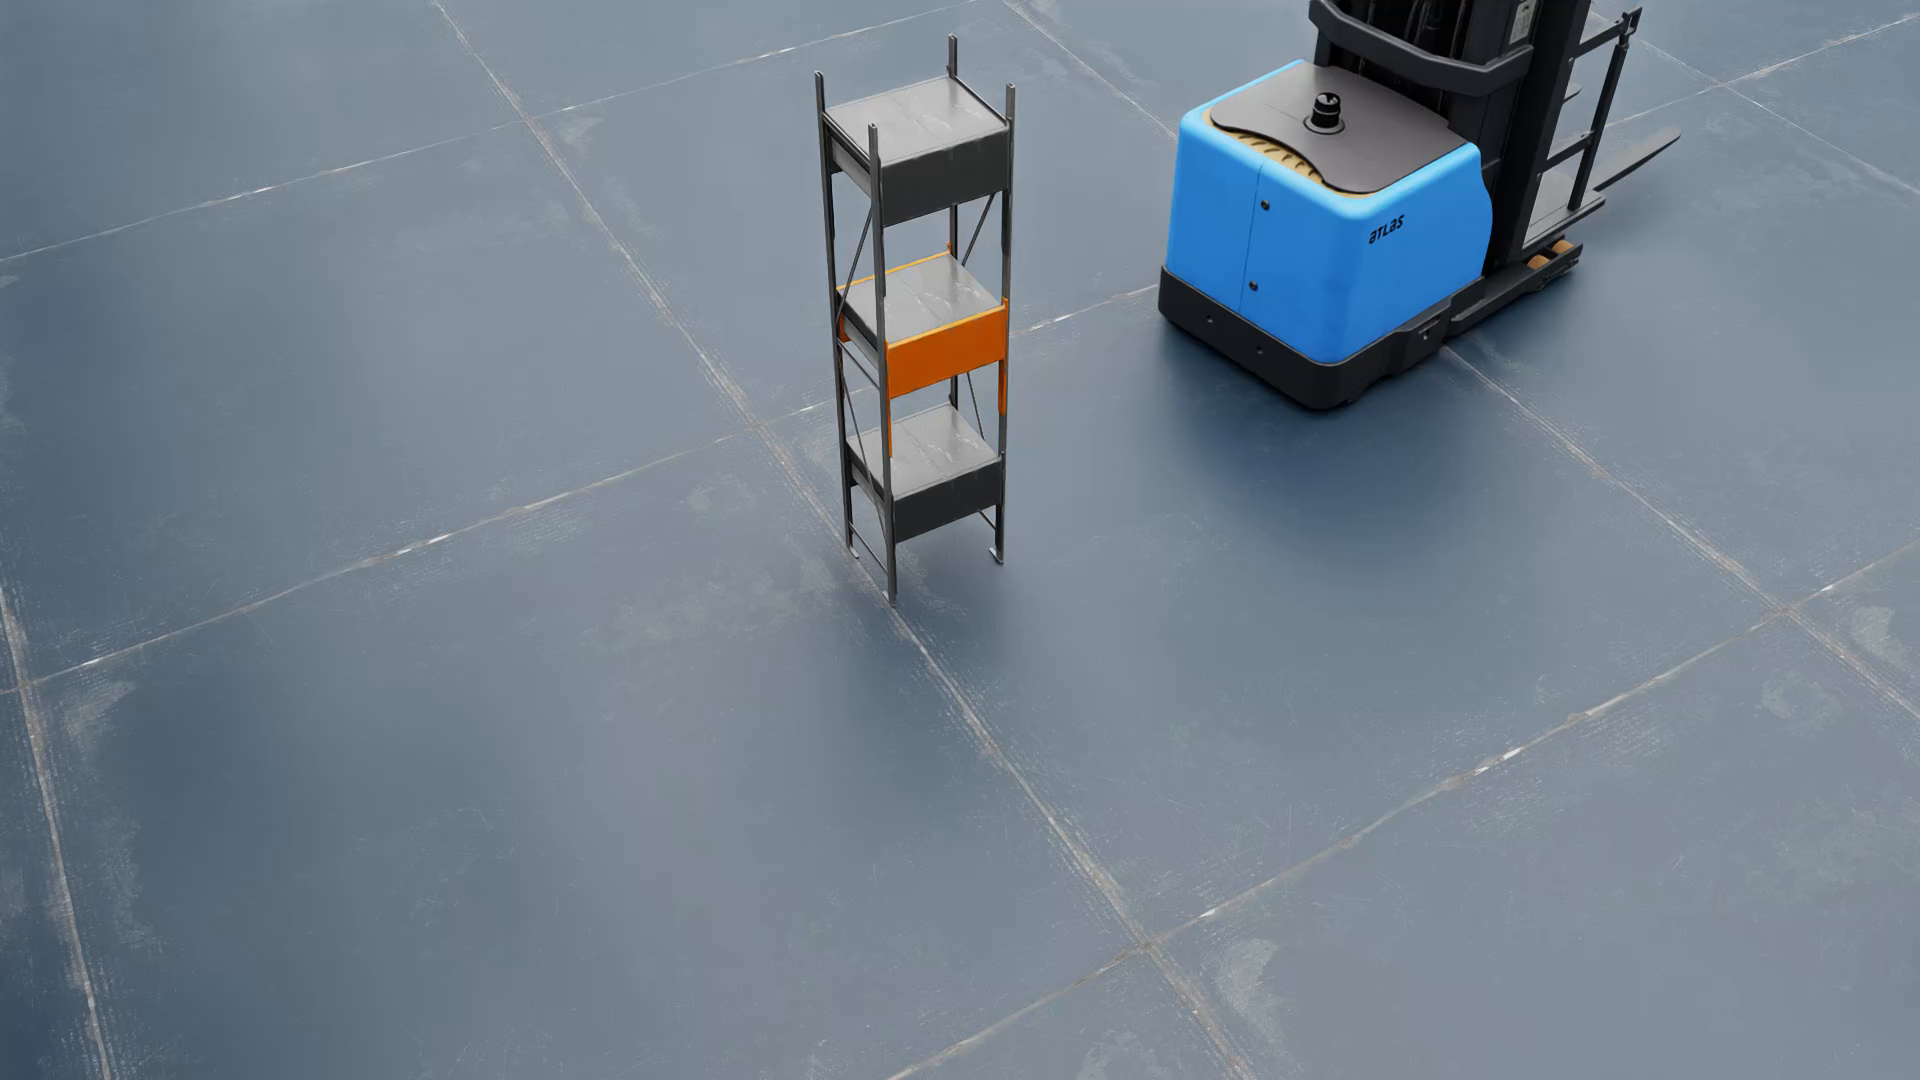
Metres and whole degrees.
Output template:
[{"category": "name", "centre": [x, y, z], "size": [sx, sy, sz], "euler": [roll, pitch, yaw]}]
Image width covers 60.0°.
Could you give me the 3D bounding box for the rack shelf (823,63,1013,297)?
[{"category": "rack shelf", "centre": [-0.144, -1.189, 5.482], "size": [0.480, 0.518, 0.431], "euler": [-22, 48, -21]}]

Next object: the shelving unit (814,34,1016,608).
[{"category": "shelving unit", "centre": [-0.144, -0.696, 5.960], "size": [0.503, 2.100, 0.431], "euler": [-22, 48, -21]}]

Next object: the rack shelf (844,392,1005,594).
[{"category": "rack shelf", "centre": [-0.144, -0.184, 6.457], "size": [0.480, 0.518, 0.431], "euler": [-22, 48, -21]}]

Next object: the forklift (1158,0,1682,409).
[{"category": "forklift", "centre": [2.373, -2.501, 7.222], "size": [3.031, 2.935, 1.130], "euler": [-31, 52, -28]}]

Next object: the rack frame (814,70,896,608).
[{"category": "rack frame", "centre": [-0.355, -0.611, 5.872], "size": [0.015, 2.100, 0.400], "euler": [-22, 48, -21]}]

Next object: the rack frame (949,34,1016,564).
[{"category": "rack frame", "centre": [0.068, -0.781, 6.047], "size": [0.015, 2.100, 0.400], "euler": [-22, 48, -21]}]

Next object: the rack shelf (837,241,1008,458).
[{"category": "rack shelf", "centre": [-0.144, -0.686, 5.969], "size": [0.480, 0.518, 0.431], "euler": [-22, 48, -21]}]
